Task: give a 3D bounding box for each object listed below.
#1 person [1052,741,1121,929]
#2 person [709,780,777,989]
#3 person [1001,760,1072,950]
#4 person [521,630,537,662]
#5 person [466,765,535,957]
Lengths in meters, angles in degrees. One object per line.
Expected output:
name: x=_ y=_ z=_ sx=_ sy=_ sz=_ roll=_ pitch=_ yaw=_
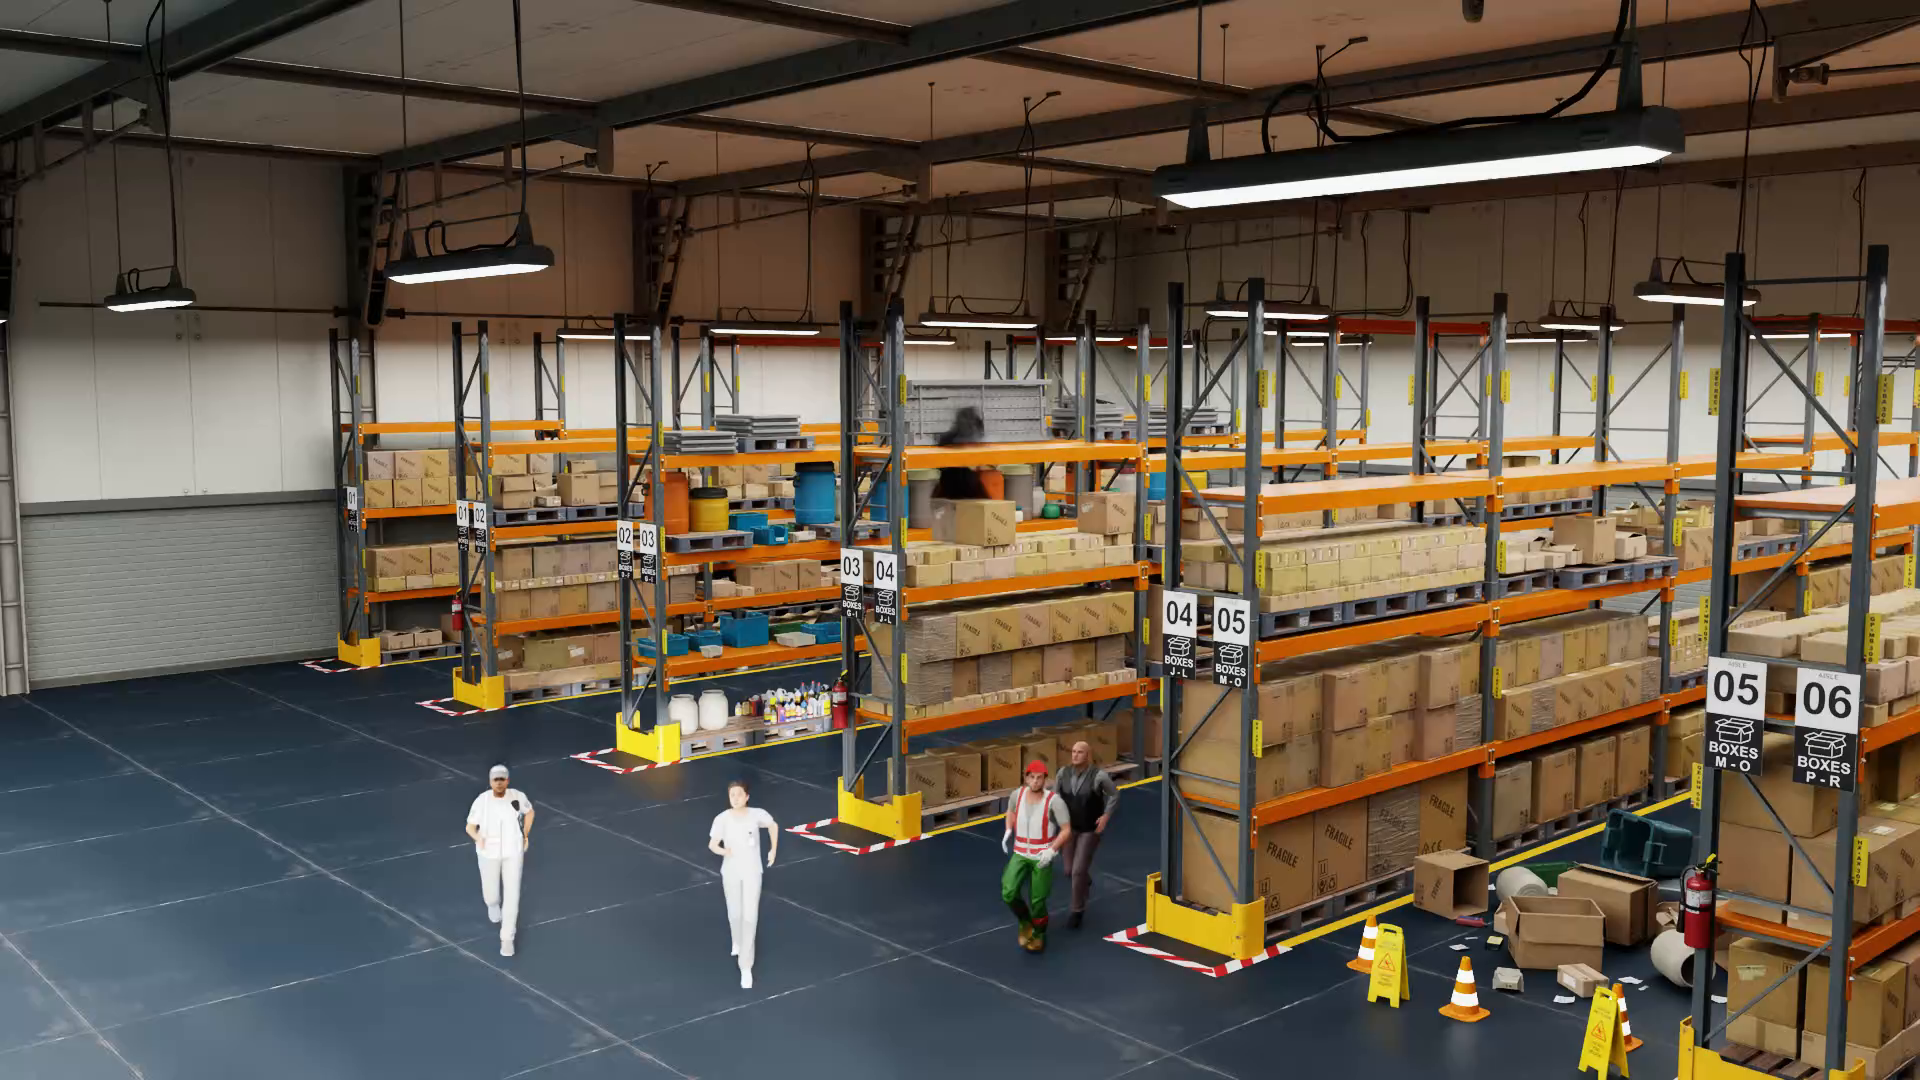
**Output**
person: x=1.178 y=2.760 z=15.848 sx=0.685 sy=1.723 sz=0.771 roll=3 pitch=6 yaw=27
person: x=-1.882 y=2.920 z=14.413 sx=0.569 sy=1.688 sz=0.886 roll=0 pitch=6 yaw=-1
person: x=0.643 y=2.827 z=14.832 sx=0.679 sy=1.742 sz=0.574 roll=3 pitch=6 yaw=26
person: x=-7.395 y=1.413 z=28.687 sx=0.708 sy=1.785 sz=1.000 roll=4 pitch=7 yaw=35
person: x=-4.168 y=2.859 z=15.124 sx=0.607 sy=1.659 sz=0.849 roll=-2 pitch=6 yaw=-17
